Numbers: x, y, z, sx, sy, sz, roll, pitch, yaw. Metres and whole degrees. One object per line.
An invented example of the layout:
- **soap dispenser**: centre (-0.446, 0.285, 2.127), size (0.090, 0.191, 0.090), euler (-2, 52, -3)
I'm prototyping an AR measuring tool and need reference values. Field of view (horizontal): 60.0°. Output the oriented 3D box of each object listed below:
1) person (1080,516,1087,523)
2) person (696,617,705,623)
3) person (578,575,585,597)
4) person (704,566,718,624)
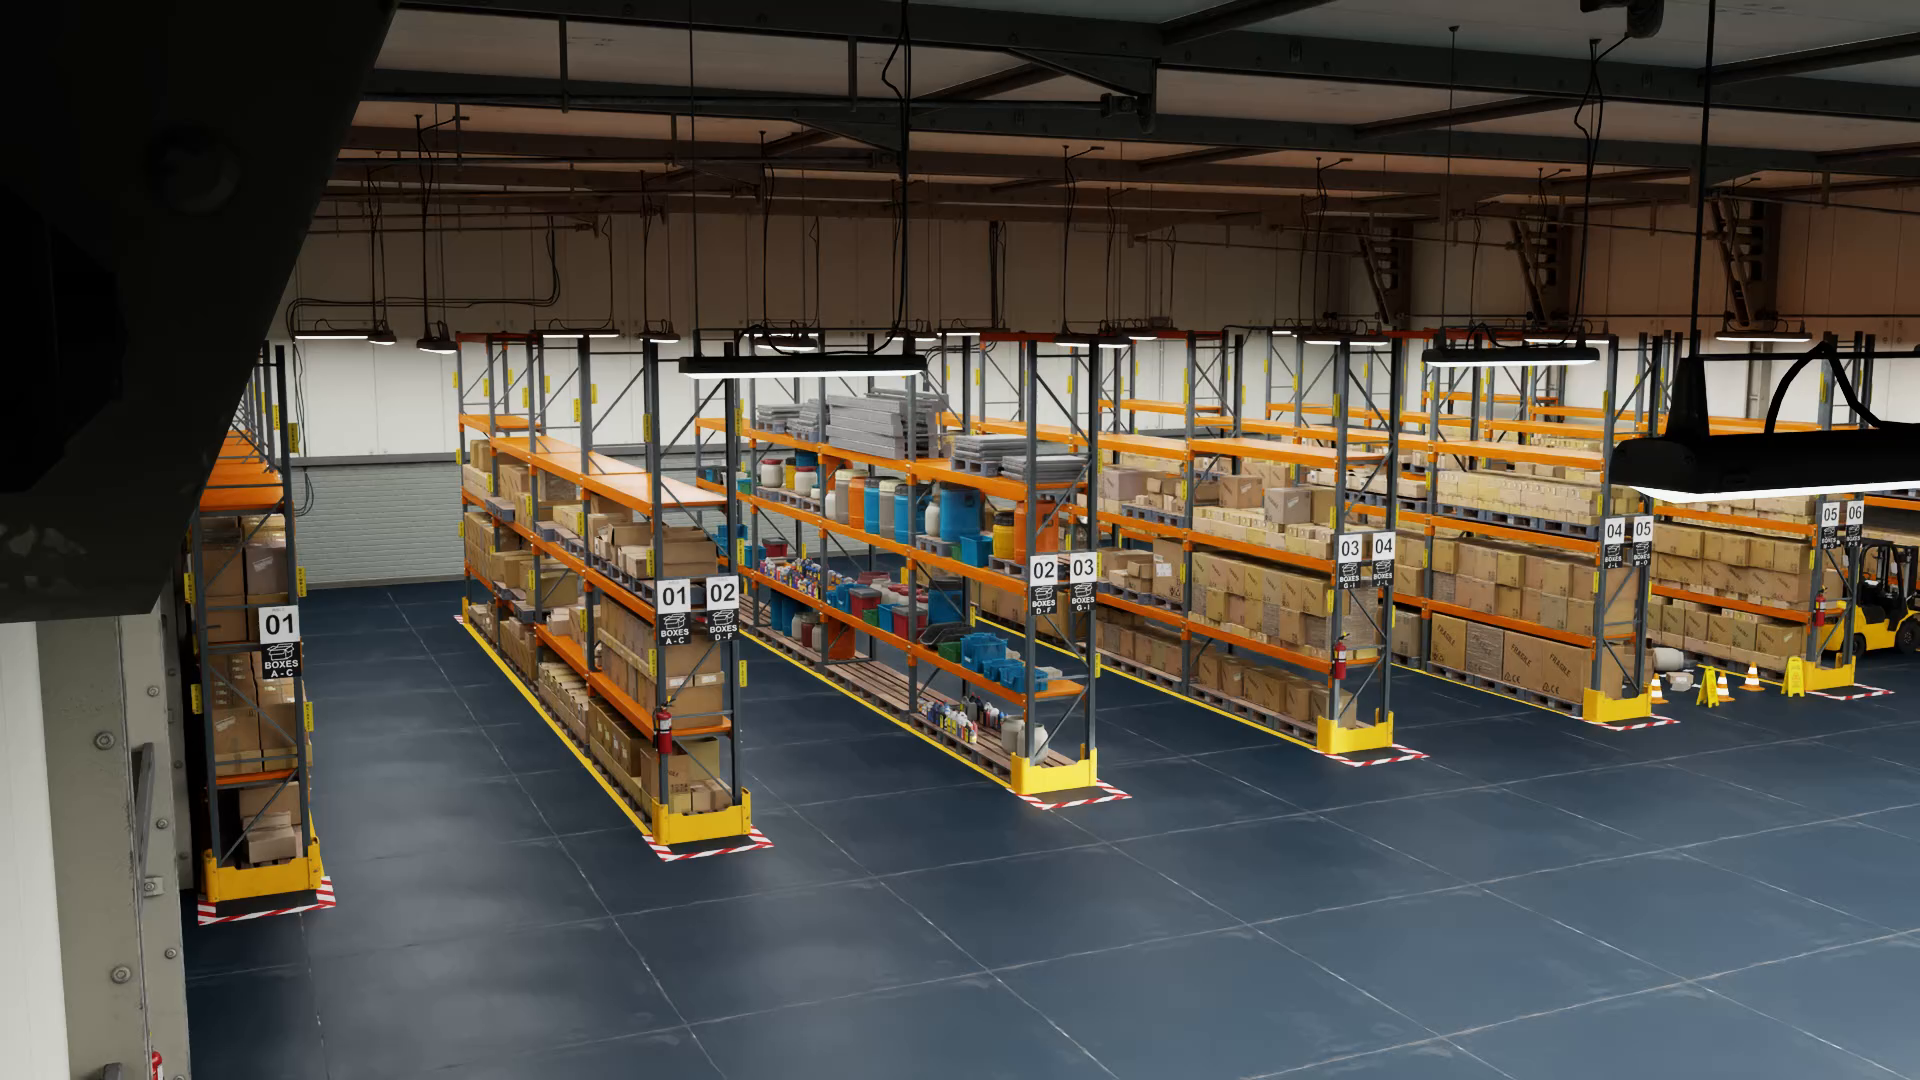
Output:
- **person**: centre (3.144, -0.078, 41.609), size (0.617, 1.699, 0.607), euler (-2, 8, -17)
- **person**: centre (-4.436, 1.794, 27.409), size (0.603, 1.657, 1.088), euler (-5, 9, -33)
- **person**: centre (-8.400, 0.466, 37.327), size (0.407, 1.700, 0.462), euler (-3, 8, -24)
- **person**: centre (-5.245, 0.881, 34.414), size (0.447, 1.615, 1.069), euler (1, 8, 4)
